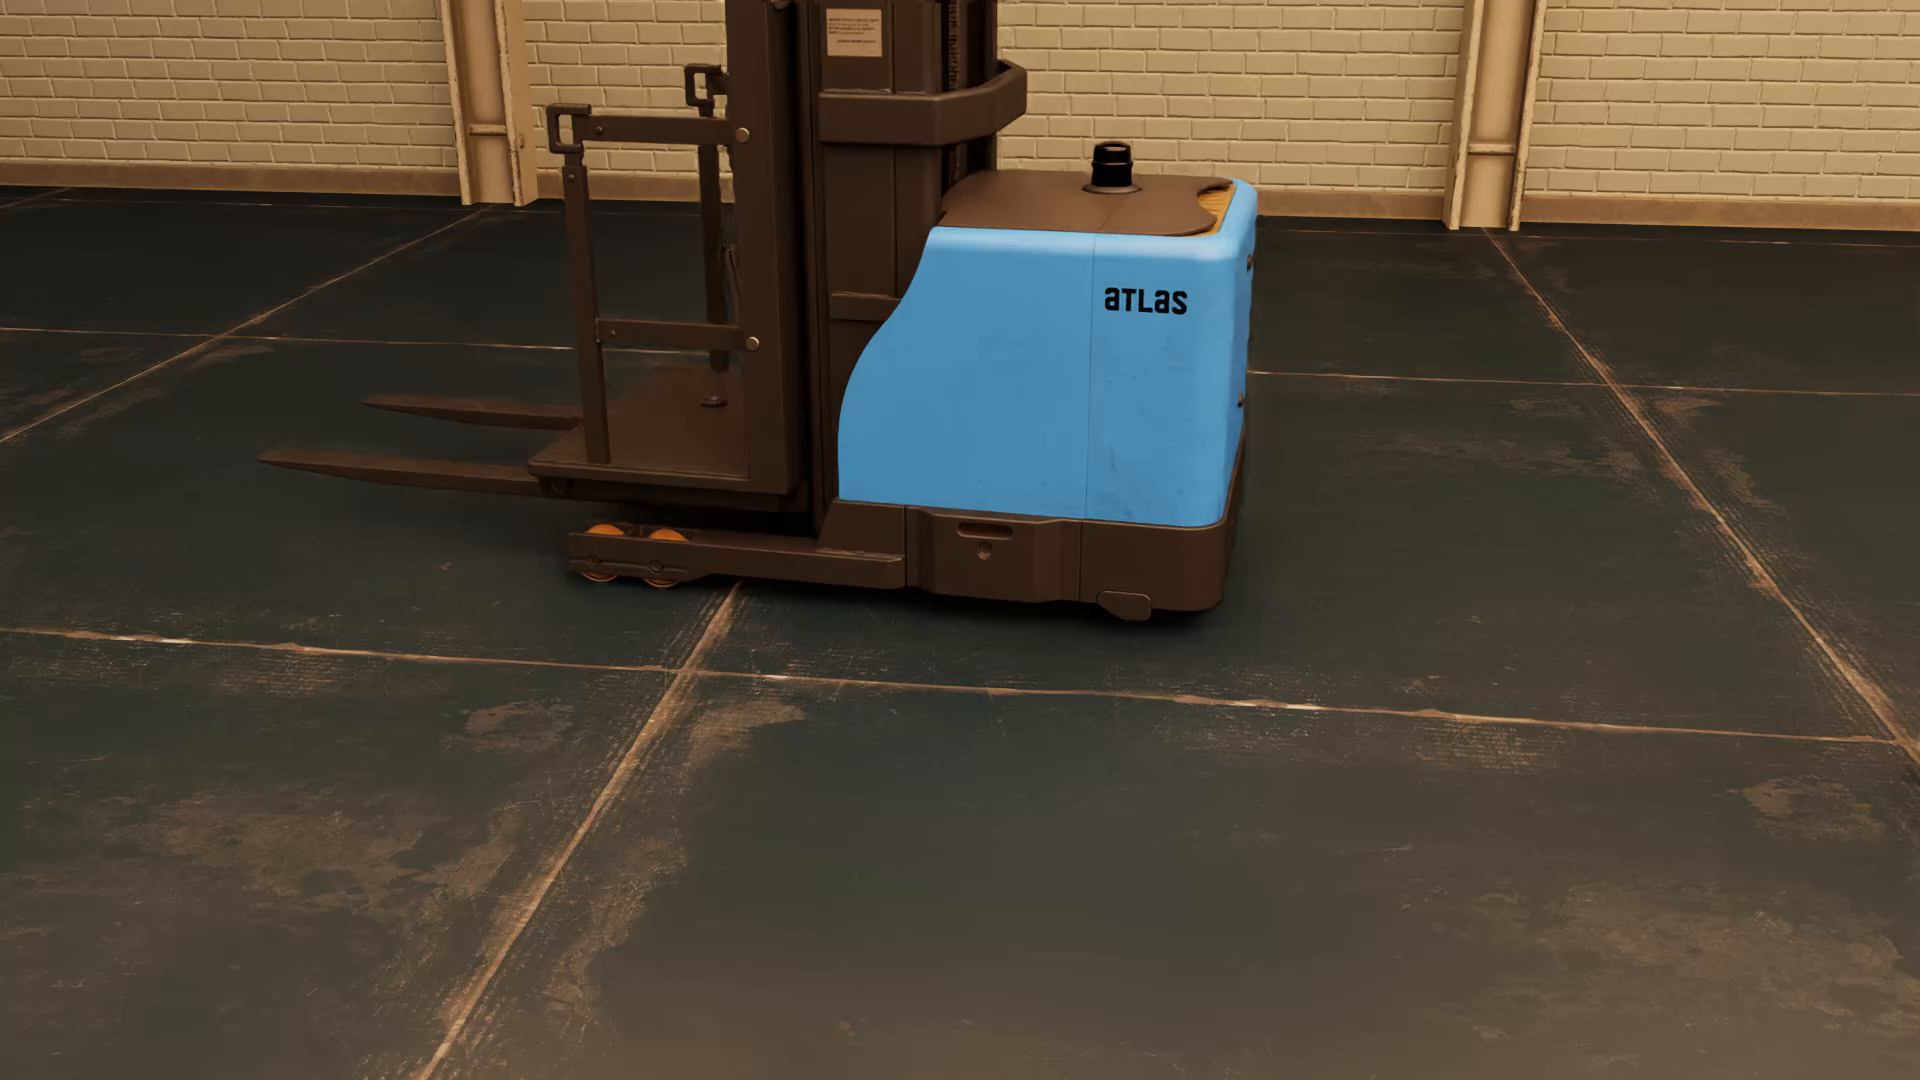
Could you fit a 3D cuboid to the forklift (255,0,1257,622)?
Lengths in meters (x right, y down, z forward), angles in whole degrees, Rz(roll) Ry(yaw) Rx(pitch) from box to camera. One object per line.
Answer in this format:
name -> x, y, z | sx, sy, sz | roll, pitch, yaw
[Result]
forklift -> -0.666, -1.406, 4.746 | 3.031, 2.935, 1.130 | 5, 22, 12
